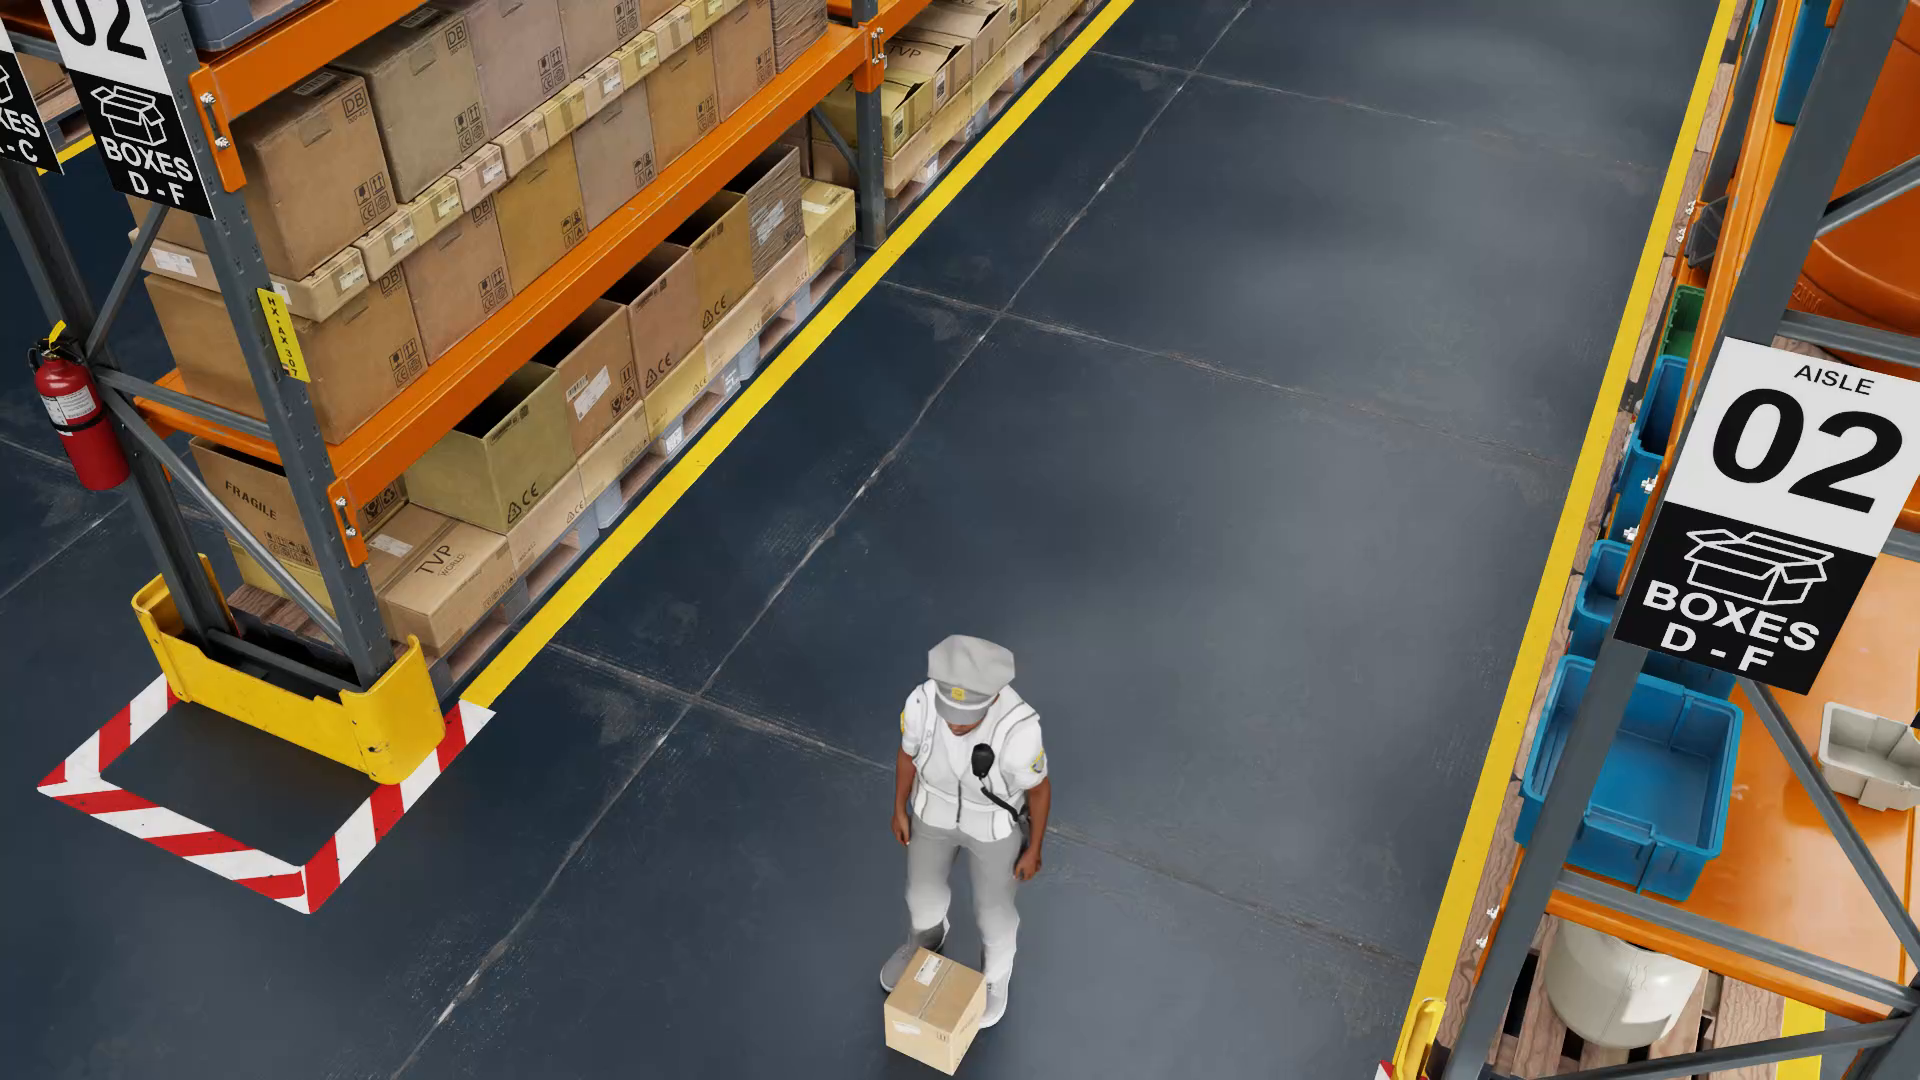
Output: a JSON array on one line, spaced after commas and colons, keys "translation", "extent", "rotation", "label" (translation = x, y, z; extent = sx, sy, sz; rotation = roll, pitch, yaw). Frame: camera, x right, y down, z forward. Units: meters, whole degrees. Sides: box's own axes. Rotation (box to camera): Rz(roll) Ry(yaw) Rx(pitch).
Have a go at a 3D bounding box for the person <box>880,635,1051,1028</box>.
[{"translation": [0.012, 0.887, 5.183], "extent": [0.530, 1.660, 0.398], "rotation": [15, 44, 16], "label": "person"}]
